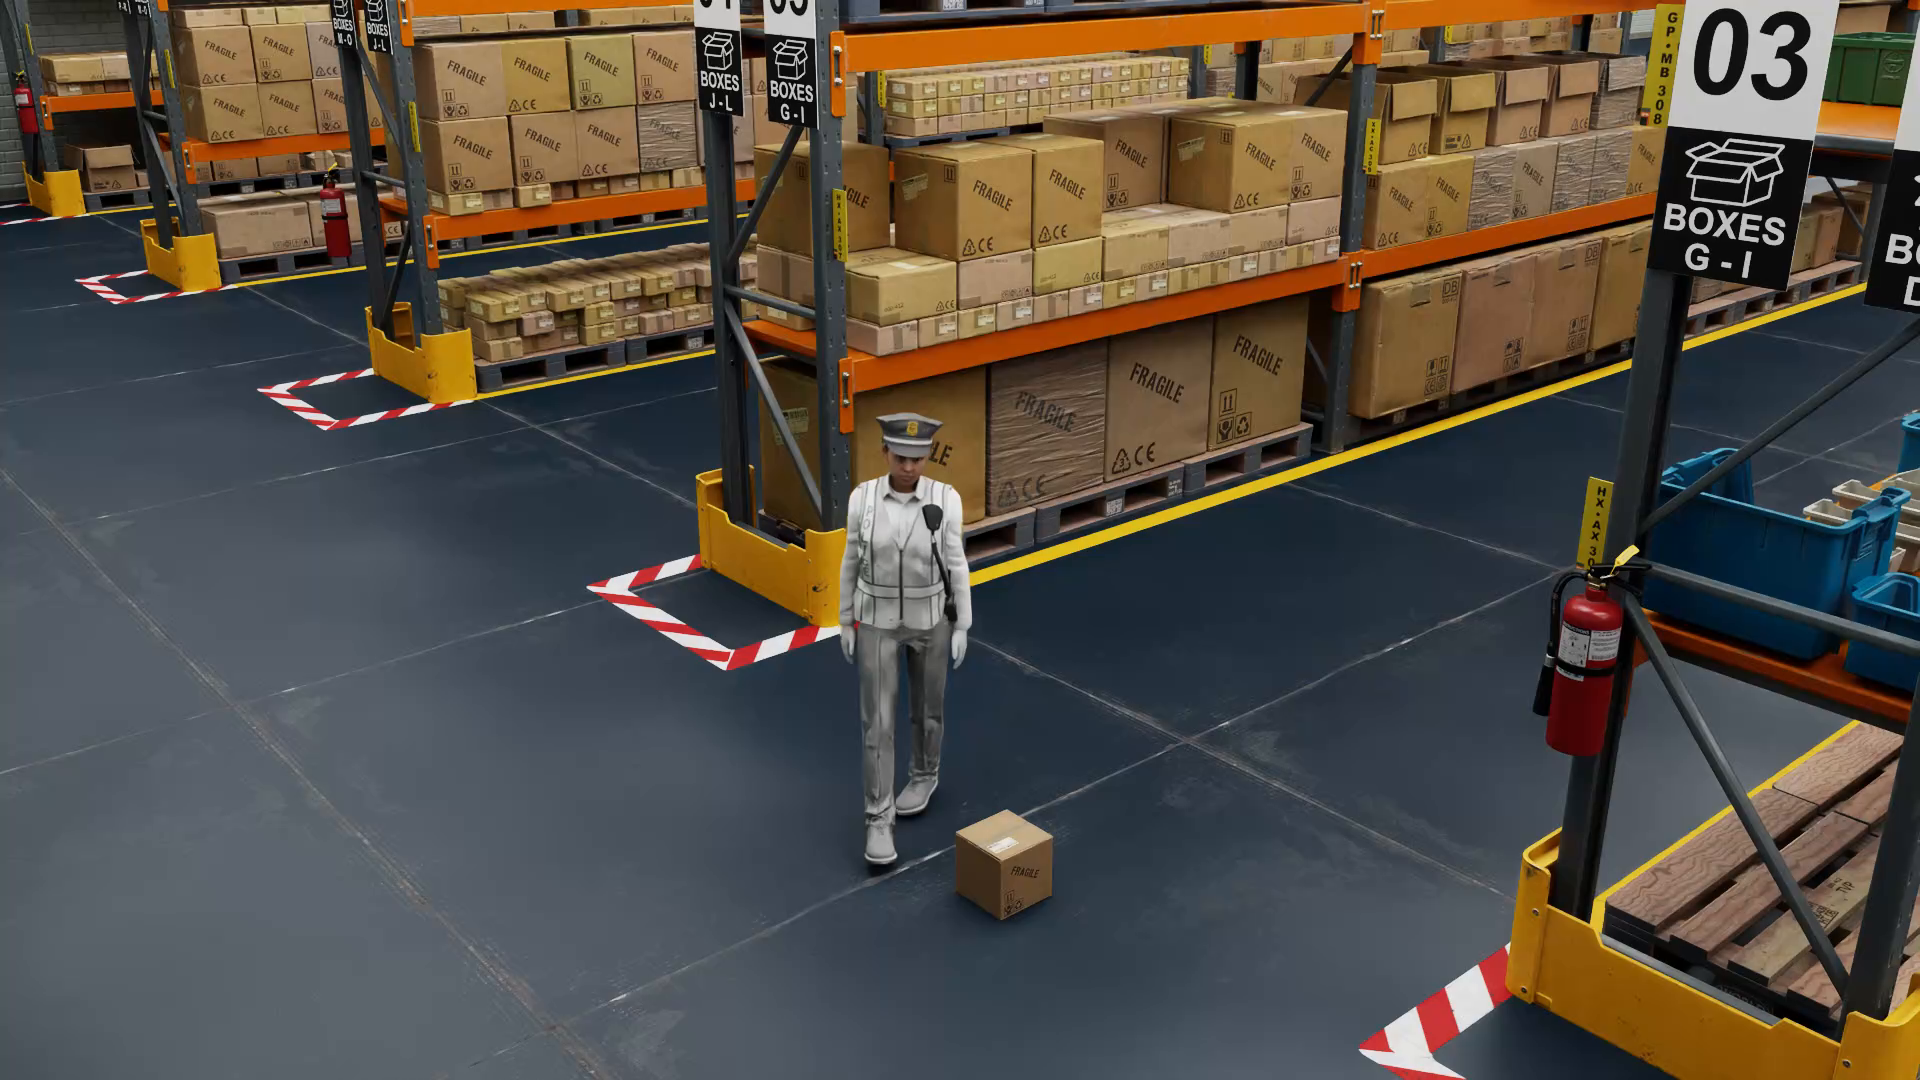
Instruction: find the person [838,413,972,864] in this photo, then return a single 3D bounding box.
[{"bbox_3d":[-0.208,0.343,6.157,0.504,1.664,0.681,0,21,0],"label":"person"}]
